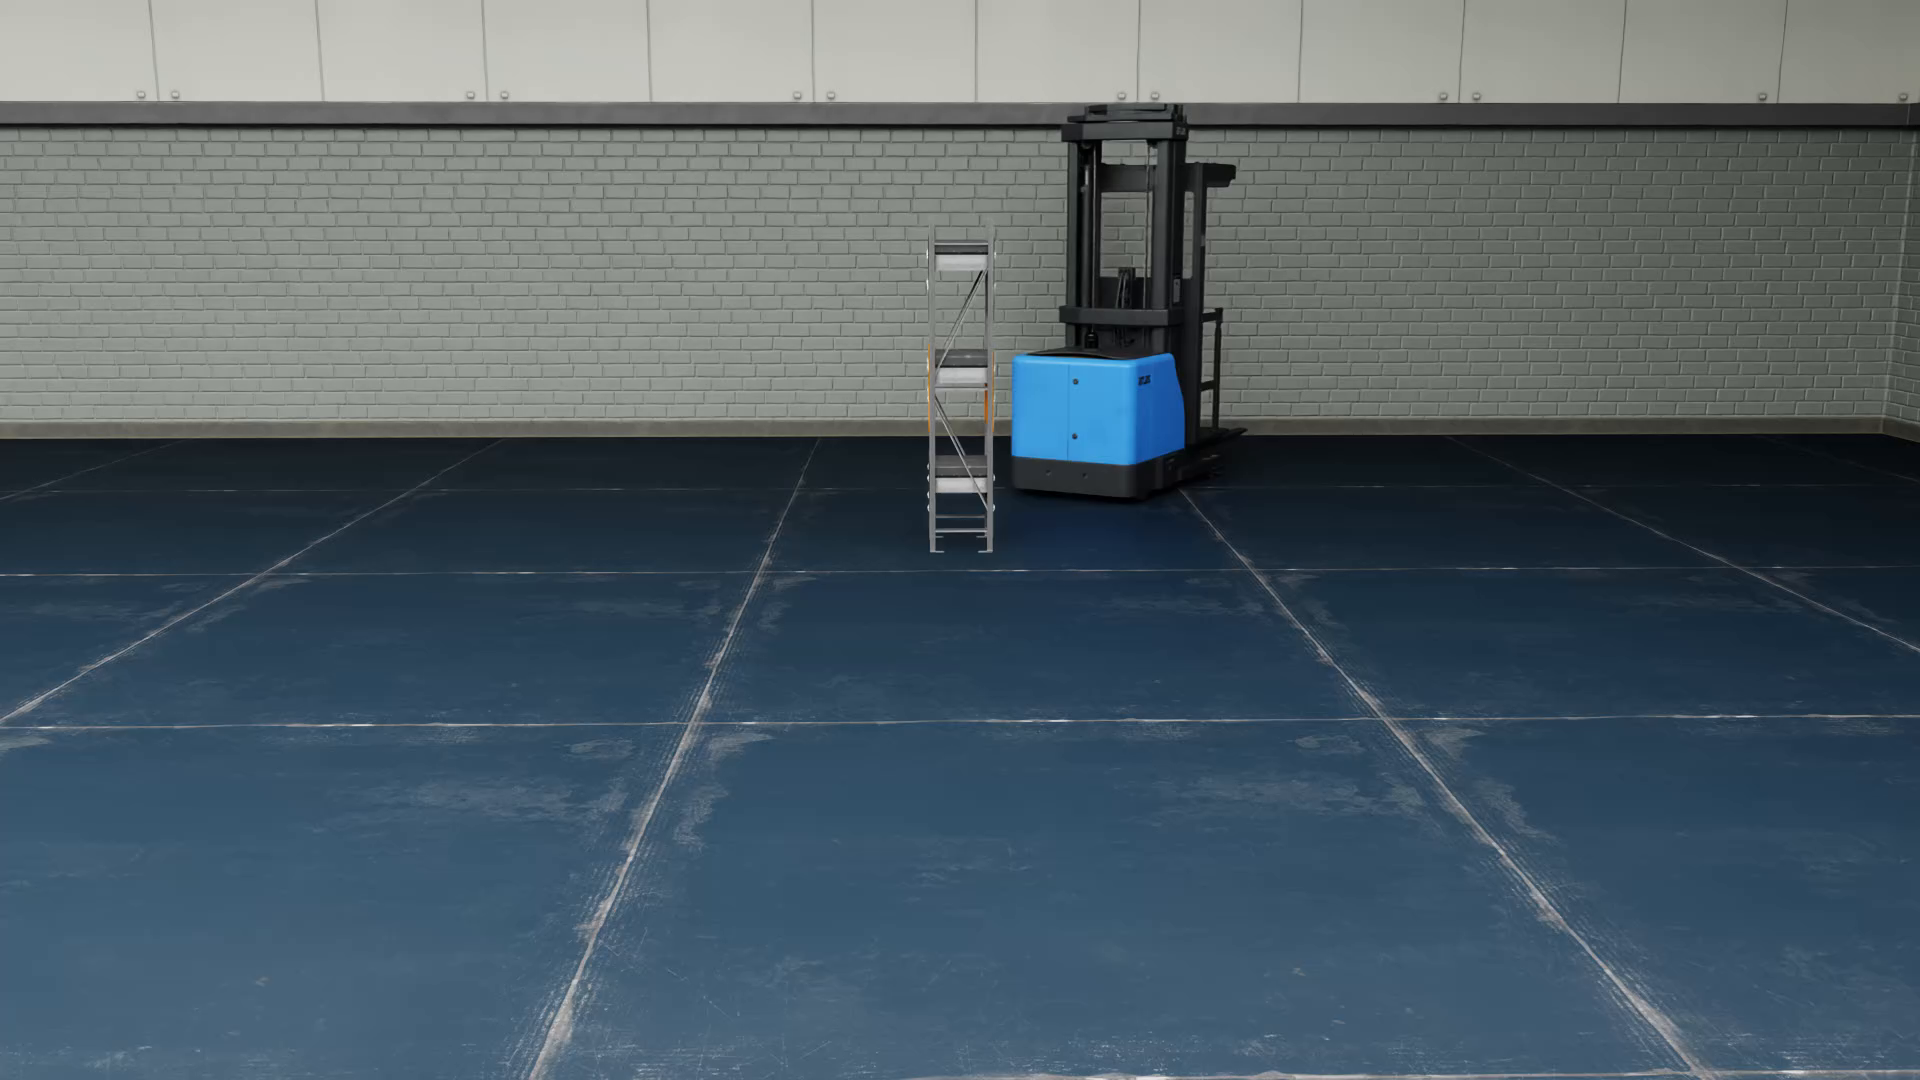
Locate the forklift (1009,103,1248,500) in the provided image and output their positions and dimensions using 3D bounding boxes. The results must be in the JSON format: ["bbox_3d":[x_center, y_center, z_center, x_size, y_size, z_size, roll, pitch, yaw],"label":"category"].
[{"bbox_3d":[1.537,-1.982,13.459,1.130,2.935,3.031,6,13,29],"label":"forklift"}]

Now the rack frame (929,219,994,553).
[{"bbox_3d":[0.008,-0.948,10.449,0.400,2.100,0.015,0,11,-1],"label":"rack frame"}]

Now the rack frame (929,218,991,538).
[{"bbox_3d":[-0.002,-1.045,10.927,0.400,2.100,0.015,0,11,-1],"label":"rack frame"}]

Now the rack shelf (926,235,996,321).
[{"bbox_3d":[0.003,-1.669,10.552,0.431,0.518,0.480,0,11,-1],"label":"rack shelf"}]

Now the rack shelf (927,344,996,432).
[{"bbox_3d":[0.003,-0.983,10.691,0.431,0.518,0.480,0,11,-1],"label":"rack shelf"}]

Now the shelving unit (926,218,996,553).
[{"bbox_3d":[0.003,-0.996,10.688,0.431,2.100,0.503,0,11,-1],"label":"shelving unit"}]

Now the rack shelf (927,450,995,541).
[{"bbox_3d":[0.003,-0.297,10.830,0.431,0.518,0.480,0,11,-1],"label":"rack shelf"}]
